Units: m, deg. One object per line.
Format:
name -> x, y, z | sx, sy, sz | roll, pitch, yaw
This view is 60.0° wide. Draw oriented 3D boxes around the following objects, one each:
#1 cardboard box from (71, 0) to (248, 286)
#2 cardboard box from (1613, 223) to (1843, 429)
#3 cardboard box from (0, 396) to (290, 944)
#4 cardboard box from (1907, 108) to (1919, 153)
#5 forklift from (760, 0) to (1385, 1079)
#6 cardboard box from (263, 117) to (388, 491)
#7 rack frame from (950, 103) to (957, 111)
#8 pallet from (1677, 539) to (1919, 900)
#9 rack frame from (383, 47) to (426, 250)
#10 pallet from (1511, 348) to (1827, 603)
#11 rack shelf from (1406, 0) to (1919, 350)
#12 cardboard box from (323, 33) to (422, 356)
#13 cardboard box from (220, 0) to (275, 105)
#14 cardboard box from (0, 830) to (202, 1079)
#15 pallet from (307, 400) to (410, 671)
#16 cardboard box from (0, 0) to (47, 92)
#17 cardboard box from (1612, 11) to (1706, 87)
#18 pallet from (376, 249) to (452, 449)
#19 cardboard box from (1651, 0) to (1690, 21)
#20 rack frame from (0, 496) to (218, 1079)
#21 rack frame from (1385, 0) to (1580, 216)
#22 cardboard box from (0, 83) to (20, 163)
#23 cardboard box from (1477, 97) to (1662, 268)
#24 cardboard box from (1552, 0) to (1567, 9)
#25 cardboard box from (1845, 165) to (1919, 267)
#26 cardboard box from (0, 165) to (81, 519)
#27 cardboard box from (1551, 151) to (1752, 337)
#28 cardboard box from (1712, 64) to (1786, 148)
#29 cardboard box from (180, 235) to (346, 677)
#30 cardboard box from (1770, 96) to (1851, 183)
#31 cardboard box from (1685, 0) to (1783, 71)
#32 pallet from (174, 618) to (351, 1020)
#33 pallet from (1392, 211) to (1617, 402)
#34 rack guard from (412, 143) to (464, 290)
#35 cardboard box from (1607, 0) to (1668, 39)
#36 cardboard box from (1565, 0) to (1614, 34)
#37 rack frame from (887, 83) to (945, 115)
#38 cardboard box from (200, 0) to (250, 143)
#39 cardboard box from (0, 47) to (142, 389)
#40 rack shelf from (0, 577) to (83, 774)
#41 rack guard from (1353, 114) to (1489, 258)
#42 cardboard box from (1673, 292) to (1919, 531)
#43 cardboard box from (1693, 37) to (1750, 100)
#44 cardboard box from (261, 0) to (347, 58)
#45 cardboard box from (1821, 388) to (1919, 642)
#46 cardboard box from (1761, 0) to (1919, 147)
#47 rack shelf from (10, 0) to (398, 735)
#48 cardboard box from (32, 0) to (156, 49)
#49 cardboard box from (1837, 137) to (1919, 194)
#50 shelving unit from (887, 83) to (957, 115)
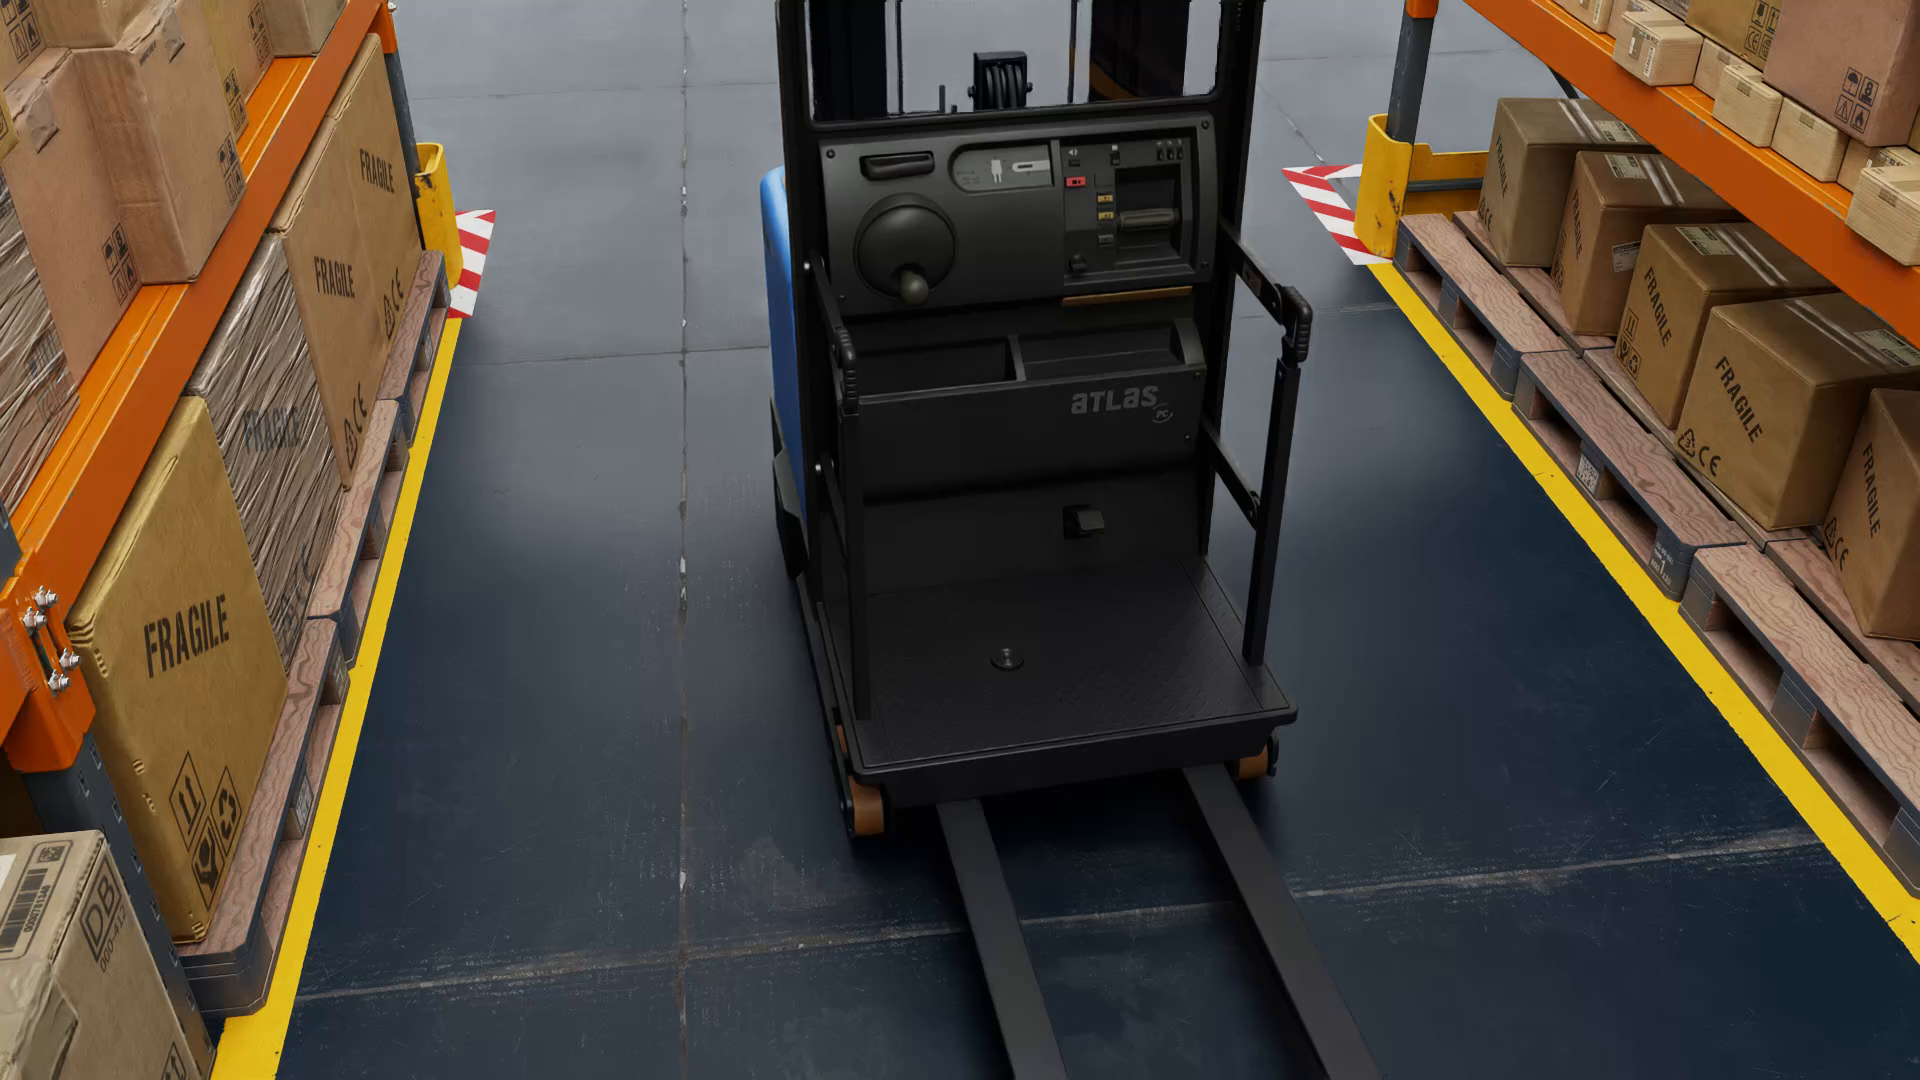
cardboard box -> -2.213, -0.932, 3.822 | 0.875, 0.550, 0.550 | -4, 35, -6
cardboard box -> 2.538, -0.711, 5.476 | 0.500, 0.500, 0.500 | -1, 34, -2
cardboard box -> -2.115, 0.298, 3.663 | 0.875, 0.875, 0.875 | -4, 34, -6
cardboard box -> 2.797, -1.071, 3.805 | 0.875, 0.500, 0.500 | -4, 35, -6
forklift -> 0.192, -0.701, 3.676 | 1.130, 2.935, 3.031 | -7, 35, -10
cardboard box -> -2.360, -0.713, 5.147 | 0.875, 0.875, 0.875 | -5, 35, -7
rack frame -> -0.127, -0.824, 5.394 | 0.240, 1.200, 0.006 | -7, 35, -10
pallet -> 2.704, 0.411, 4.460 | 1.003, 0.211, 1.213 | -4, 35, -6
rack frame -> -2.638, -2.282, 5.935 | 1.000, 3.000, 0.127 | -4, 35, -6
pallet -> 2.536, -0.271, 5.461 | 1.003, 0.211, 1.213 | -4, 35, -6
rack shelf -> 2.560, -1.188, 4.969 | 1.077, 0.370, 4.000 | -4, 35, -6
cardboard box -> -2.481, -1.204, 5.867 | 0.875, 0.875, 0.875 | -4, 34, -6
cardboard box -> -2.496, -1.513, 4.674 | 0.875, 0.550, 0.550 | -4, 35, -6
cardboard box -> -1.927, 1.046, 2.677 | 1.050, 0.750, 0.750 | -5, 35, -7
pallet -> -2.292, -0.010, 5.078 | 1.003, 0.211, 1.213 | -4, 35, -6
cardboard box -> -2.304, -1.065, 3.057 | 0.875, 0.550, 0.550 | -4, 35, -6
cardboard box -> 2.199, -1.476, 4.976 | 0.380, 0.149, 0.250 | -4, 35, -6
pallet -> -2.452, -0.690, 6.075 | 1.003, 0.211, 1.213 | -4, 35, -6
cardboard box -> 2.548, -1.904, 5.028 | 0.875, 0.500, 0.500 | -4, 35, -6
rack frame -> -2.100, -0.050, 2.660 | 1.000, 3.000, 0.127 | -4, 35, -6
rack frame -> 2.291, -2.601, 6.404 | 1.000, 3.000, 0.127 | -4, 35, -6
cardboard box -> -2.115, -0.767, 2.619 | 0.875, 0.550, 0.550 | -4, 35, -6
cardboard box -> 2.358, -1.392, 6.476 | 0.500, 0.500, 0.500 | 2, 34, 2
cardboard box -> 2.181, -1.901, 5.599 | 0.380, 0.149, 0.250 | -4, 35, -6
cardboard box -> 2.366, -0.779, 3.952 | 0.380, 0.149, 0.250 | -4, 35, -6
cardboard box -> -2.161, -0.317, 2.918 | 0.875, 0.550, 0.550 | -4, 35, -6
cardboard box -> 2.473, -1.061, 5.991 | 0.500, 0.500, 0.500 | 4, 35, 6
cardboard box -> 2.322, -1.201, 4.572 | 0.380, 0.149, 0.250 | -4, 35, -6
cardboard box -> -2.240, -0.205, 4.400 | 0.875, 0.875, 0.875 | -4, 34, -6
cardboard box -> 2.390, -1.065, 4.372 | 0.380, 0.149, 0.250 | -4, 35, -6
cardboard box -> 2.604, -1.625, 4.617 | 0.875, 0.500, 0.500 | -4, 35, -6
pallet -> -2.124, 0.672, 4.077 | 1.003, 0.211, 1.213 | -4, 35, -6
pallet -> 2.375, -0.951, 6.458 | 1.003, 0.211, 1.213 | -4, 35, -6
rack guard -> -2.641, -1.263, 6.659 | 1.175, 0.500, 0.348 | -4, 35, -6
cardboard box -> 2.268, -1.624, 5.192 | 0.380, 0.149, 0.250 | -4, 35, -6
cardboard box -> 2.207, -1.761, 5.393 | 0.380, 0.149, 0.250 | -4, 35, -6
rack frame -> -0.165, -0.925, 5.542 | 0.240, 1.200, 0.006 | -7, 35, -10
cardboard box -> -2.384, -1.221, 4.244 | 0.875, 0.550, 0.500 | -4, 35, -6
cardboard box -> -2.257, -0.622, 3.366 | 0.875, 0.550, 0.550 | -4, 35, -6
rack shelf -> -1.831, 1.363, 1.225 | 1.077, 0.370, 4.000 | -4, 35, -6
rack guard -> 2.301, -1.526, 7.045 | 1.175, 0.500, 0.348 | -4, 35, -6
cardboard box -> 2.569, -0.396, 5.014 | 0.500, 0.500, 0.500 | -7, 35, -11
cardboard box -> 2.364, -1.347, 4.786 | 0.380, 0.149, 0.250 | -4, 35, -6
cardboard box -> -2.447, -1.835, 5.146 | 0.875, 0.550, 0.550 | -4, 35, -6
cardboard box -> 2.730, -0.055, 4.514 | 0.500, 0.500, 0.500 | 6, 35, 9
cardboard box -> 2.630, -1.342, 4.203 | 0.875, 0.500, 0.500 | -4, 35, -6
rack shelf -> -2.369, -0.869, 4.500 | 1.077, 0.370, 4.000 | -4, 35, -6
cardboard box -> -2.241, -1.377, 3.514 | 0.875, 0.550, 0.550 | -4, 35, -6
cardboard box -> 2.463, -0.928, 4.171 | 0.380, 0.149, 0.250 | -4, 35, -6
shelving unit -> -0.146, -0.875, 5.468 | 0.258, 1.200, 0.189 | -7, 35, -10
